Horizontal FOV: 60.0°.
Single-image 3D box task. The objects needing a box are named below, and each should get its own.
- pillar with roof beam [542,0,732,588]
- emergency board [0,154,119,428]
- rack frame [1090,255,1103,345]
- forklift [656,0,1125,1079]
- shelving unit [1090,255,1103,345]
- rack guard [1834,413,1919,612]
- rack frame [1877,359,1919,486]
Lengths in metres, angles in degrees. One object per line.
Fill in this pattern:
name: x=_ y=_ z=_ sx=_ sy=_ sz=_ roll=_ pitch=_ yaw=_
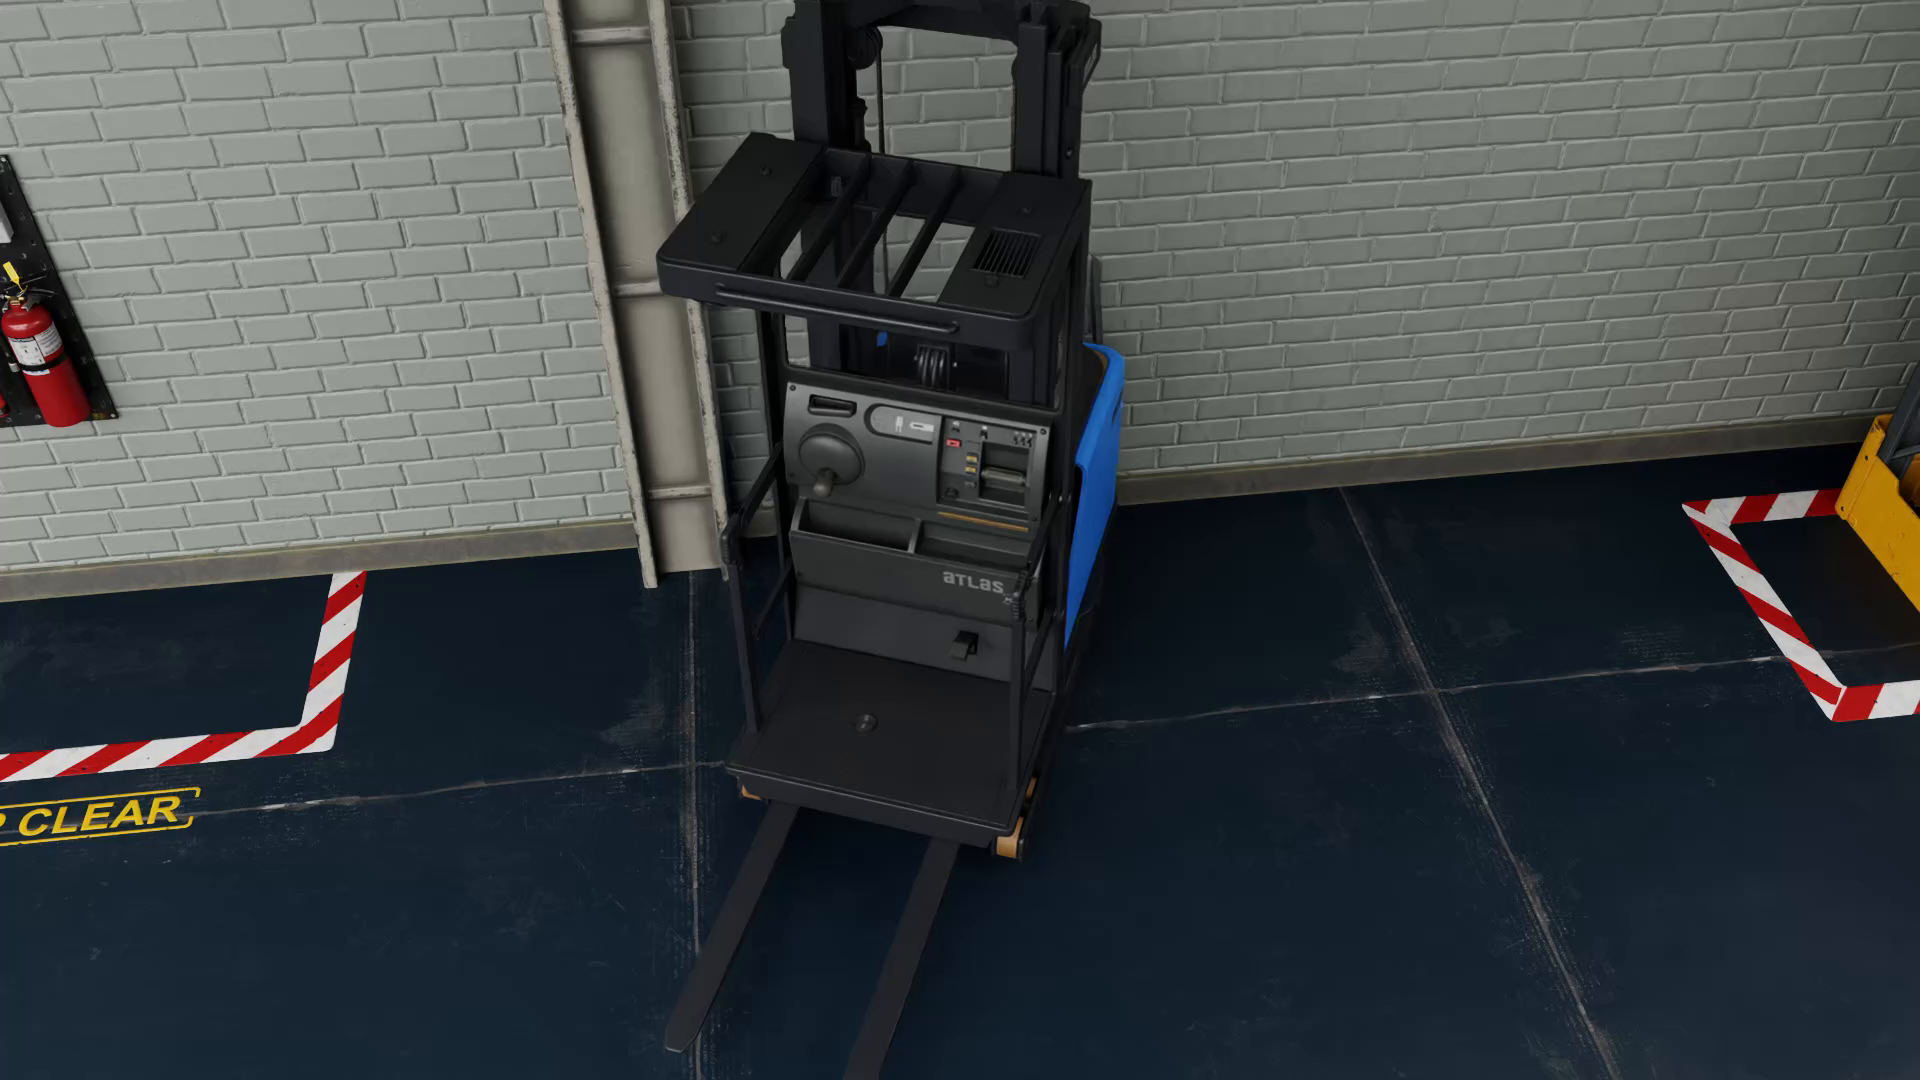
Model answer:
pillar with roof beam: x=-0.636 y=-0.392 z=1.181 sx=0.400 sy=9.000 sz=9.100 roll=-5 pitch=42 yaw=-6
emergency board: x=-3.649 y=-0.834 z=6.150 sx=0.643 sy=1.169 sz=0.194 roll=-5 pitch=42 yaw=-6
rack frame: x=0.517 y=-0.803 z=7.226 sx=0.032 sy=1.500 sz=0.500 roll=-15 pitch=31 yaw=-14
forklift: x=-0.211 y=-0.209 z=5.509 sx=1.130 sy=2.935 sz=3.031 roll=11 pitch=43 yaw=12
shelving unit: x=0.040 y=-0.678 z=7.102 sx=1.048 sy=1.500 sz=0.538 roll=-15 pitch=31 yaw=-14
rack guard: x=4.249 y=0.012 z=7.078 sx=0.348 sy=0.500 sz=1.175 roll=-5 pitch=42 yaw=-6
rack frame: x=4.173 y=-0.909 z=6.234 sx=0.127 sy=3.000 sz=1.000 roll=-5 pitch=42 yaw=-6
